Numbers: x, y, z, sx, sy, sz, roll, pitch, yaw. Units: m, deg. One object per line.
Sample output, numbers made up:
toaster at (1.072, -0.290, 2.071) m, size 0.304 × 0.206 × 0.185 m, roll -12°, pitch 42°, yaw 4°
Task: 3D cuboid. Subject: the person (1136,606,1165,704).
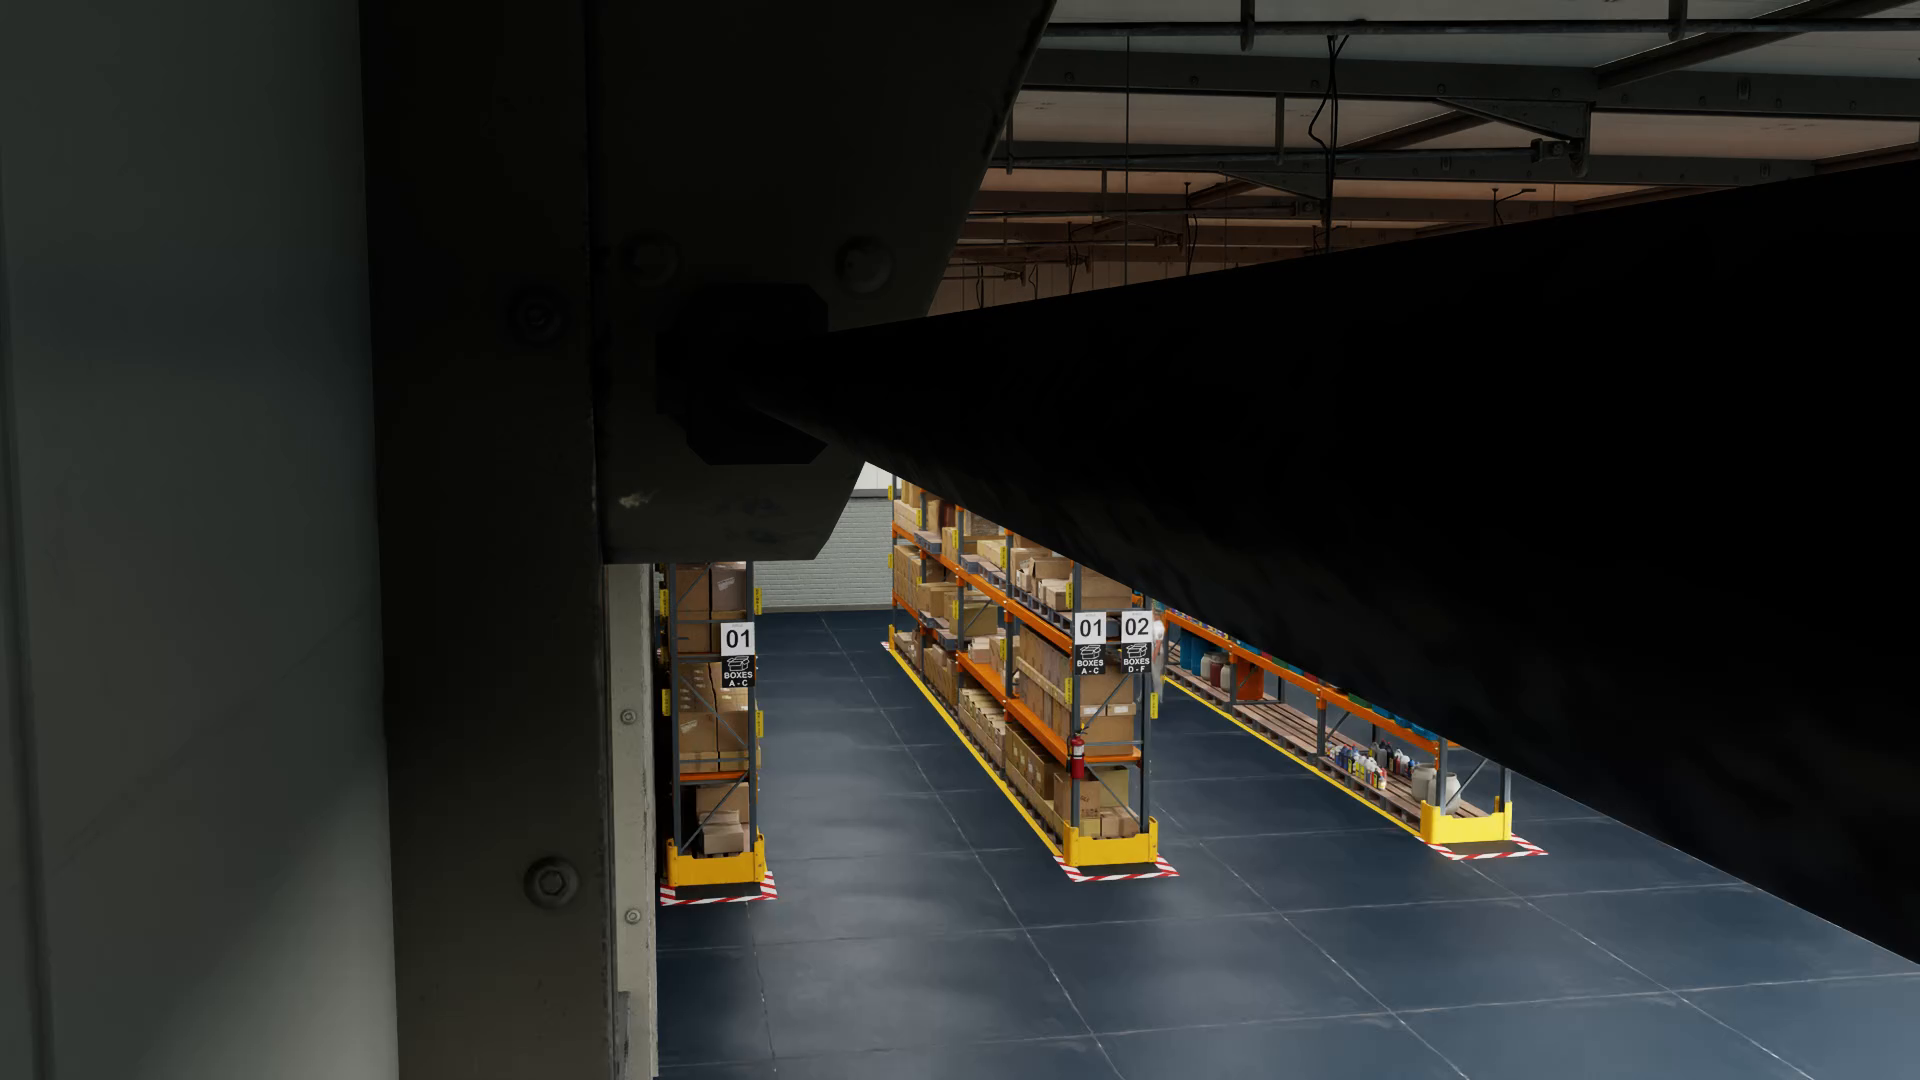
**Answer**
person at (3.441, 2.060, 29.999) m, size 0.470 × 1.759 × 0.601 m, roll -3°, pitch 7°, yaw -29°
